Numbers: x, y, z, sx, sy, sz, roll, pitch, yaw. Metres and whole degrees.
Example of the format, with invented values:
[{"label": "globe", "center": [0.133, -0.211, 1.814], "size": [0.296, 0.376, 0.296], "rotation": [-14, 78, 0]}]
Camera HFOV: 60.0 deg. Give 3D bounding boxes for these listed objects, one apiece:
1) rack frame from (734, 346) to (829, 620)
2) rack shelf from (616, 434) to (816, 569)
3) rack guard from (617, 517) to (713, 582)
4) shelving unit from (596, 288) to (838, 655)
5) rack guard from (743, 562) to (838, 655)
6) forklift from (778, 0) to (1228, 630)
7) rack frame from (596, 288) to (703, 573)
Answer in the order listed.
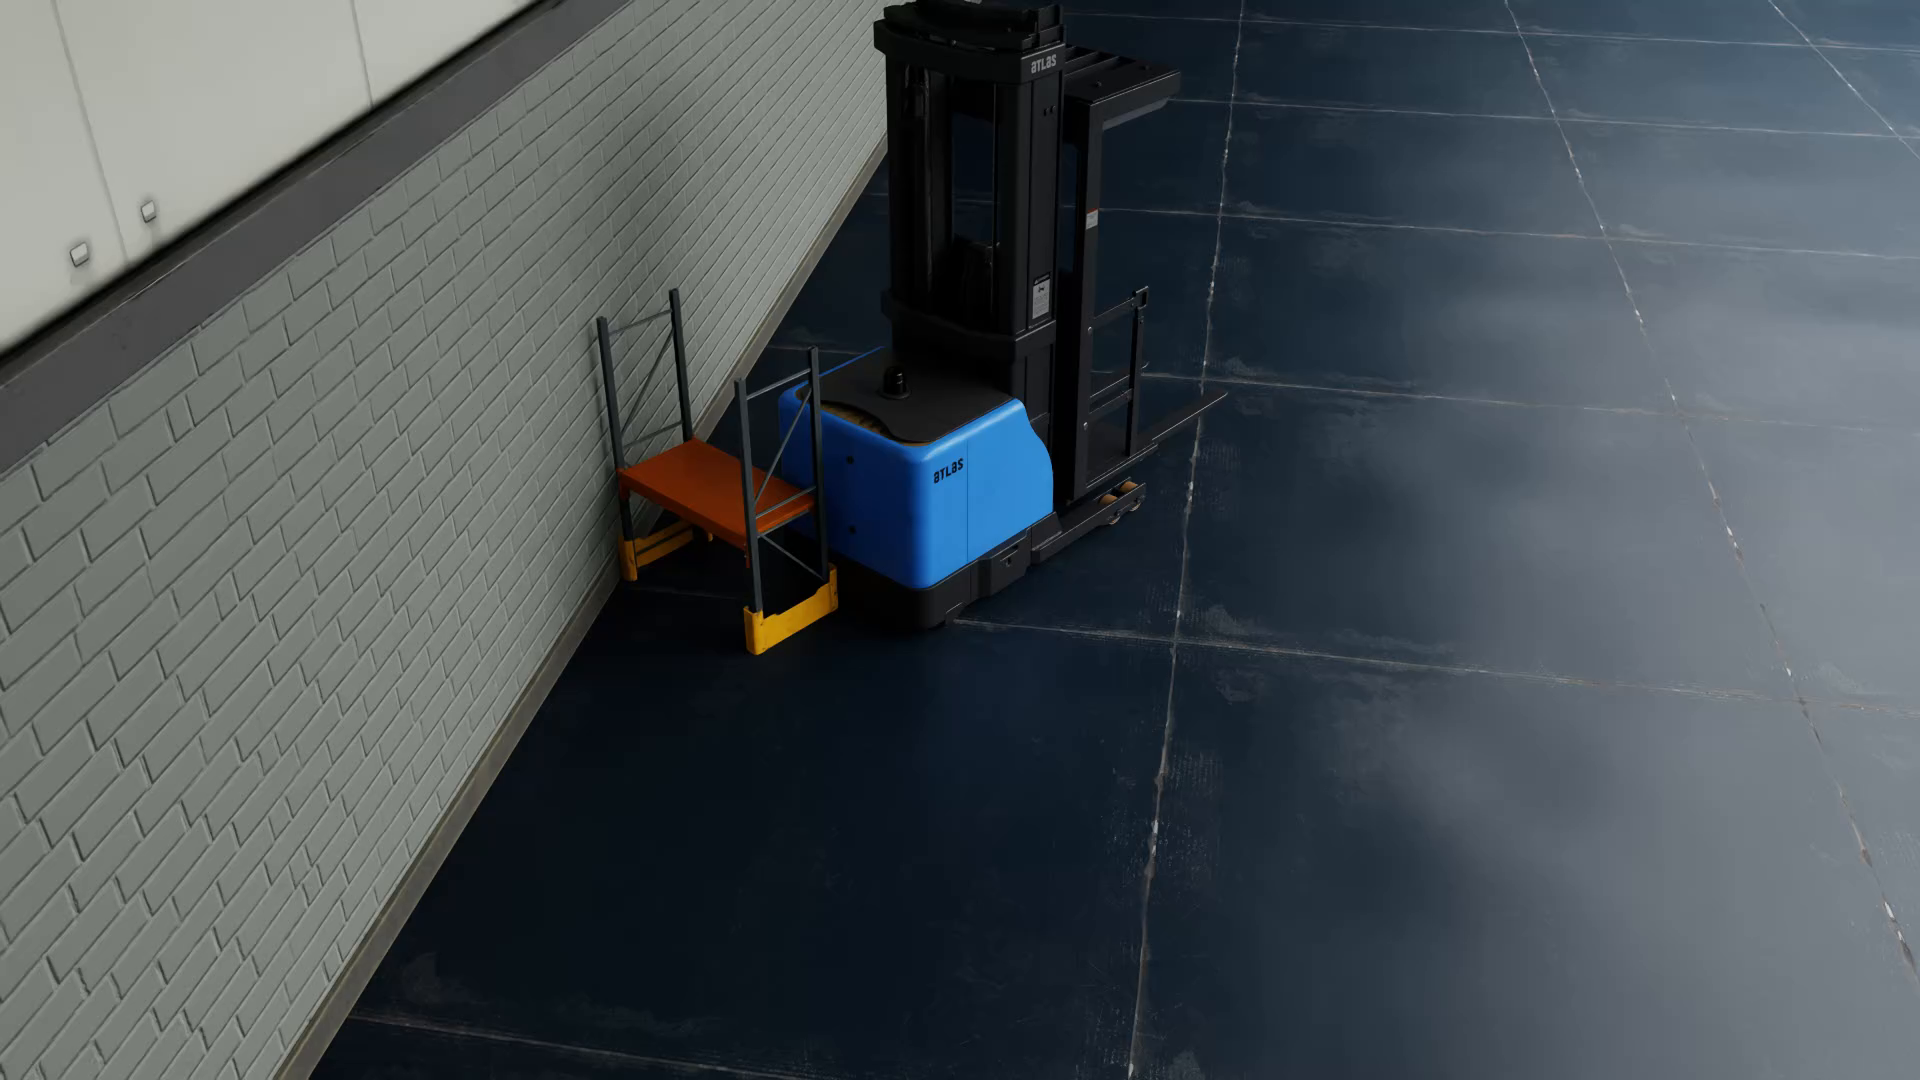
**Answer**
[{"label": "rack frame", "center": [-0.854, -0.184, 8.131], "size": [0.032, 1.500, 0.500], "rotation": [26, 40, 35]}, {"label": "rack shelf", "center": [-1.231, -0.213, 8.515], "size": [1.000, 0.185, 0.538], "rotation": [26, 40, 35]}, {"label": "rack guard", "center": [-1.594, -0.009, 9.029], "size": [0.087, 0.250, 0.587], "rotation": [26, 40, 35]}, {"label": "shelving unit", "center": [-1.224, -0.362, 8.414], "size": [1.083, 1.500, 0.587], "rotation": [26, 40, 35]}, {"label": "rack guard", "center": [-0.854, 0.345, 8.463], "size": [0.087, 0.250, 0.587], "rotation": [26, 40, 35]}, {"label": "forklift", "center": [0.412, -1.490, 8.868], "size": [1.130, 2.935, 3.031], "rotation": [25, 40, 34]}, {"label": "rack frame", "center": [-1.609, -0.546, 8.708], "size": [0.032, 1.500, 0.500], "rotation": [26, 40, 35]}]
